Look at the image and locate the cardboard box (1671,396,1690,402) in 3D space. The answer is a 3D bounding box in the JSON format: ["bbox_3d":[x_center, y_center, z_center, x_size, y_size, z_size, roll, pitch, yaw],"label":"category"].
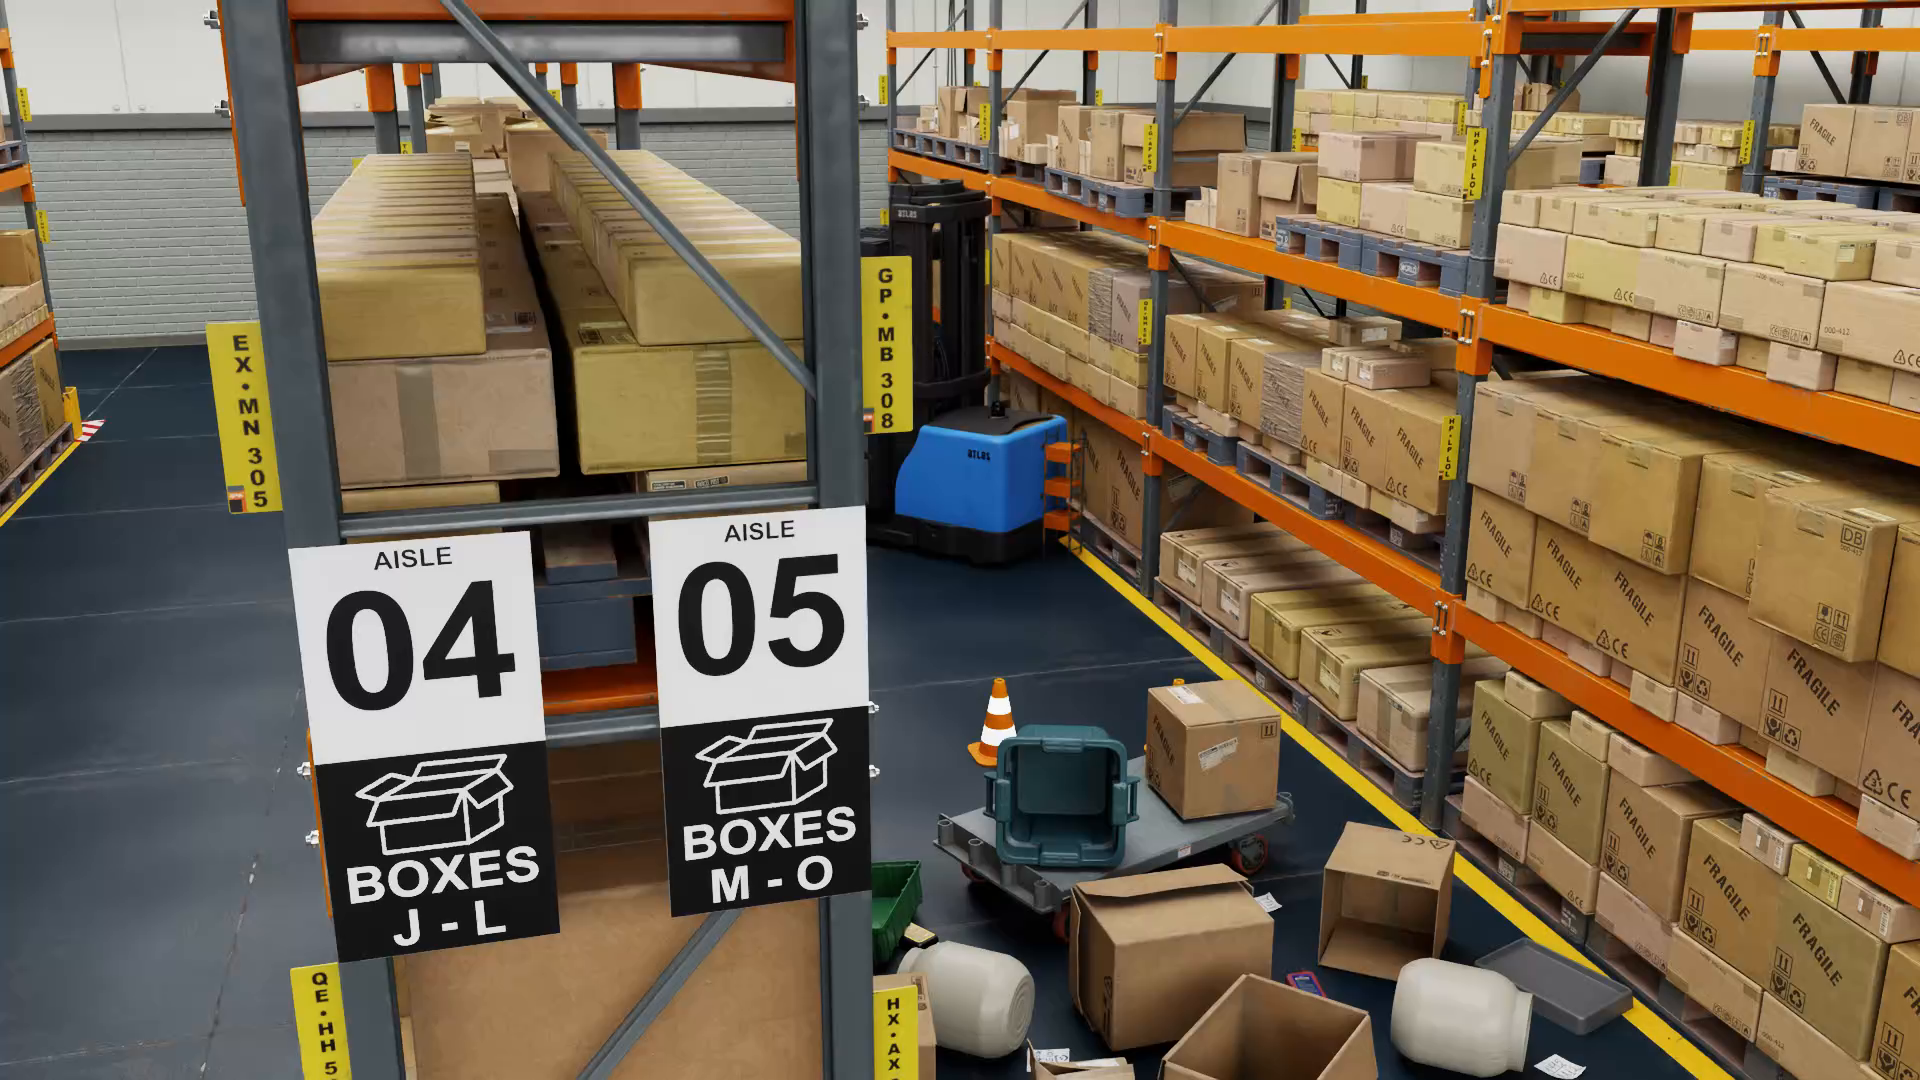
[{"bbox_3d":[6.493,-1.219,15.284,0.380,0.149,0.250,-5,17,-16],"label":"cardboard box"}]

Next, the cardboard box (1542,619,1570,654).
[{"bbox_3d":[2.960,0.423,7.767,0.380,0.149,0.250,-5,17,-16],"label":"cardboard box"}]

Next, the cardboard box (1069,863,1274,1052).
[{"bbox_3d":[0.878,1.747,7.027,0.797,0.637,0.503,-5,17,-15],"label":"cardboard box"}]

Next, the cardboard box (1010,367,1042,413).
[{"bbox_3d":[1.009,-1.178,15.623,0.875,0.875,0.875,-4,17,-14],"label":"cardboard box"}]

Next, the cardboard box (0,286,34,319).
[{"bbox_3d":[-9.339,-2.300,16.138,0.500,0.250,0.500,-5,17,-16],"label":"cardboard box"}]

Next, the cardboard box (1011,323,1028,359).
[{"bbox_3d":[0.773,-1.802,14.998,0.500,0.250,0.500,-5,17,-17],"label":"cardboard box"}]

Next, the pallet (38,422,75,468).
[{"bbox_3d":[-9.571,-0.932,16.688,1.003,0.211,1.213,-5,17,-15],"label":"pallet"}]

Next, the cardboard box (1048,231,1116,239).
[{"bbox_3d":[1.126,-2.583,15.424,0.500,0.500,0.500,-4,17,-13],"label":"cardboard box"}]

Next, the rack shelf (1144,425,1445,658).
[{"bbox_3d":[2.411,-0.155,10.506,1.077,0.370,4.000,-5,17,-15],"label":"rack shelf"}]

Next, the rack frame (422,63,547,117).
[{"bbox_3d":[-3.970,-4.613,13.668,1.000,3.000,0.127,-5,17,-15],"label":"rack frame"}]

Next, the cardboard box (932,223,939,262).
[{"bbox_3d":[-0.044,-3.215,17.531,0.500,0.500,0.500,-5,17,-15],"label":"cardboard box"}]

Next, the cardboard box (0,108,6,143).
[{"bbox_3d":[-9.671,-4.076,16.017,0.700,0.500,0.500,-6,18,-19],"label":"cardboard box"}]

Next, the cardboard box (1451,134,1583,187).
[{"bbox_3d":[3.039,-2.082,9.118,0.500,0.250,0.500,-5,17,-16],"label":"cardboard box"}]

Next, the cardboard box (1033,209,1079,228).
[{"bbox_3d":[0.925,-3.105,16.035,0.380,0.149,0.250,-5,17,-16],"label":"cardboard box"}]

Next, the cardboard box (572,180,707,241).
[{"bbox_3d":[-0.947,-0.979,4.929,0.380,0.149,0.250,-4,17,-15],"label":"cardboard box"}]

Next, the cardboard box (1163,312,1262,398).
[{"bbox_3d":[1.762,-1.302,11.651,0.500,0.500,0.500,-5,17,-17],"label":"cardboard box"}]

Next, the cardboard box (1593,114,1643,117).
[{"bbox_3d":[6.034,-3.825,15.275,0.380,0.149,0.250,-5,17,-15],"label":"cardboard box"}]

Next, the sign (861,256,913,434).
[{"bbox_3d":[-0.137,-0.356,3.053,0.100,0.325,0.005,-5,17,-15],"label":"sign"}]

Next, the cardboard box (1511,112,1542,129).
[{"bbox_3d":[5.364,-4.002,15.862,0.380,0.149,0.250,-5,17,-16],"label":"cardboard box"}]

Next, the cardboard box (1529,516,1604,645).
[{"bbox_3d":[2.974,0.144,7.569,0.500,0.500,0.500,-5,17,-15],"label":"cardboard box"}]

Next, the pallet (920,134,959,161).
[{"bbox_3d":[0.215,-4.118,17.386,1.003,0.211,1.213,-5,17,-15],"label":"pallet"}]

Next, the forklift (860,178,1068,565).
[{"bbox_3d":[-0.605,-1.519,13.915,3.031,2.935,1.130,12,20,34],"label":"forklift"}]

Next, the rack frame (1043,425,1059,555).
[{"bbox_3d":[0.737,-0.403,13.462,0.008,1.050,0.200,12,21,33],"label":"rack frame"}]

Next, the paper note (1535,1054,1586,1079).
[{"bbox_3d":[2.444,2.143,6.765,0.142,0.019,0.148,-12,20,-34],"label":"paper note"}]

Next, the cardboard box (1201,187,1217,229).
[{"bbox_3d":[1.854,-2.254,11.262,0.396,0.266,0.258,-5,17,-15],"label":"cardboard box"}]

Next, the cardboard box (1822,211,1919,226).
[{"bbox_3d":[3.679,-1.221,6.639,0.380,0.149,0.250,-4,17,-15],"label":"cardboard box"}]

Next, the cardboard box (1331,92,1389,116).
[{"bbox_3d":[4.587,-4.983,18.989,0.500,0.250,0.500,-5,17,-16],"label":"cardboard box"}]

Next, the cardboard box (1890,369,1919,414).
[{"bbox_3d":[3.433,-0.516,5.679,0.380,0.149,0.250,-5,17,-16],"label":"cardboard box"}]

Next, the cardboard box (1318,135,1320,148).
[{"bbox_3d":[4.419,-4.649,19.439,0.380,0.149,0.250,-4,17,-14],"label":"cardboard box"}]

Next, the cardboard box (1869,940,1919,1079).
[{"bbox_3d":[3.589,1.715,5.774,0.500,0.500,0.500,-5,17,-15],"label":"cardboard box"}]

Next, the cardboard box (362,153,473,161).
[{"bbox_3d":[-1.998,-1.347,6.155,0.380,0.149,0.250,-5,17,-15],"label":"cardboard box"}]

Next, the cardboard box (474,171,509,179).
[{"bbox_3d":[-2.604,-1.779,8.696,0.500,0.311,0.500,-5,17,-16],"label":"cardboard box"}]

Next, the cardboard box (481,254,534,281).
[{"bbox_3d":[-1.349,-0.568,4.254,0.500,0.250,0.500,-5,17,-16],"label":"cardboard box"}]

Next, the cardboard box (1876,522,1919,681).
[{"bbox_3d":[3.578,0.226,5.557,0.700,0.500,0.500,-5,17,-15],"label":"cardboard box"}]

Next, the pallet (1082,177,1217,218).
[{"bbox_3d":[1.633,-2.573,12.419,1.213,0.211,1.003,-4,17,-13],"label":"pallet"}]

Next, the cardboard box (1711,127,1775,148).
[{"bbox_3d":[6.254,-3.217,13.283,0.380,0.149,0.250,-4,17,-13],"label":"cardboard box"}]

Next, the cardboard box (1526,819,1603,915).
[{"bbox_3d":[3.021,1.500,7.793,0.500,0.250,0.500,-4,17,-12],"label":"cardboard box"}]

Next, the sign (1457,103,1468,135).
[{"bbox_3d":[5.014,-4.192,16.582,0.100,0.325,0.005,-5,17,-15],"label":"sign"}]

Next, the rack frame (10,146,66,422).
[{"bbox_3d":[-9.866,-2.483,17.003,1.000,3.000,0.127,-5,17,-15],"label":"rack frame"}]

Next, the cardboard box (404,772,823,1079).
[{"bbox_3d":[-0.737,0.884,3.656,0.875,0.550,0.550,-5,17,-15],"label":"cardboard box"}]

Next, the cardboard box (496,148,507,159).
[{"bbox_3d":[-2.916,-2.435,11.457,0.500,0.500,0.500,-5,17,-15],"label":"cardboard box"}]

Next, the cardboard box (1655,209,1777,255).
[{"bbox_3d":[3.060,-1.249,6.733,0.380,0.149,0.250,-5,18,-17],"label":"cardboard box"}]

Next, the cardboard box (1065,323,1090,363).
[{"bbox_3d":[1.179,-1.616,13.510,0.500,0.250,0.500,-5,17,-17],"label":"cardboard box"}]

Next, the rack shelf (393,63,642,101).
[{"bbox_3d":[-2.321,-2.418,8.304,1.077,0.370,4.000,-5,17,-15],"label":"rack shelf"}]

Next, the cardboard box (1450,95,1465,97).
[{"bbox_3d":[5.514,-4.601,17.717,0.500,0.250,0.500,-5,17,-17],"label":"cardboard box"}]

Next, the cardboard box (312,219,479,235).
[{"bbox_3d":[-1.301,-0.646,3.822,0.380,0.149,0.250,-4,17,-14],"label":"cardboard box"}]

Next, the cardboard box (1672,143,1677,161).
[{"bbox_3d":[6.093,-3.295,14.060,0.380,0.149,0.250,-5,17,-15],"label":"cardboard box"}]

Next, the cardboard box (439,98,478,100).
[{"bbox_3d":[-5.146,-4.462,17.078,0.380,0.149,0.250,-4,17,-13],"label":"cardboard box"}]

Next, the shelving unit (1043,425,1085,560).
[{"bbox_3d":[0.836,-0.382,13.395,0.252,1.050,0.215,12,21,33],"label":"shelving unit"}]

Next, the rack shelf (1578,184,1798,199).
[{"bbox_3d":[6.083,-3.092,15.068,1.077,0.370,4.000,-5,17,-15],"label":"rack shelf"}]

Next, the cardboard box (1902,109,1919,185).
[{"bbox_3d":[6.877,-2.679,11.365,0.500,0.500,0.500,-4,17,-14],"label":"cardboard box"}]

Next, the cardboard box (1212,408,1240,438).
[{"bbox_3d":[1.904,-0.791,11.080,0.380,0.149,0.250,-5,17,-15],"label":"cardboard box"}]
